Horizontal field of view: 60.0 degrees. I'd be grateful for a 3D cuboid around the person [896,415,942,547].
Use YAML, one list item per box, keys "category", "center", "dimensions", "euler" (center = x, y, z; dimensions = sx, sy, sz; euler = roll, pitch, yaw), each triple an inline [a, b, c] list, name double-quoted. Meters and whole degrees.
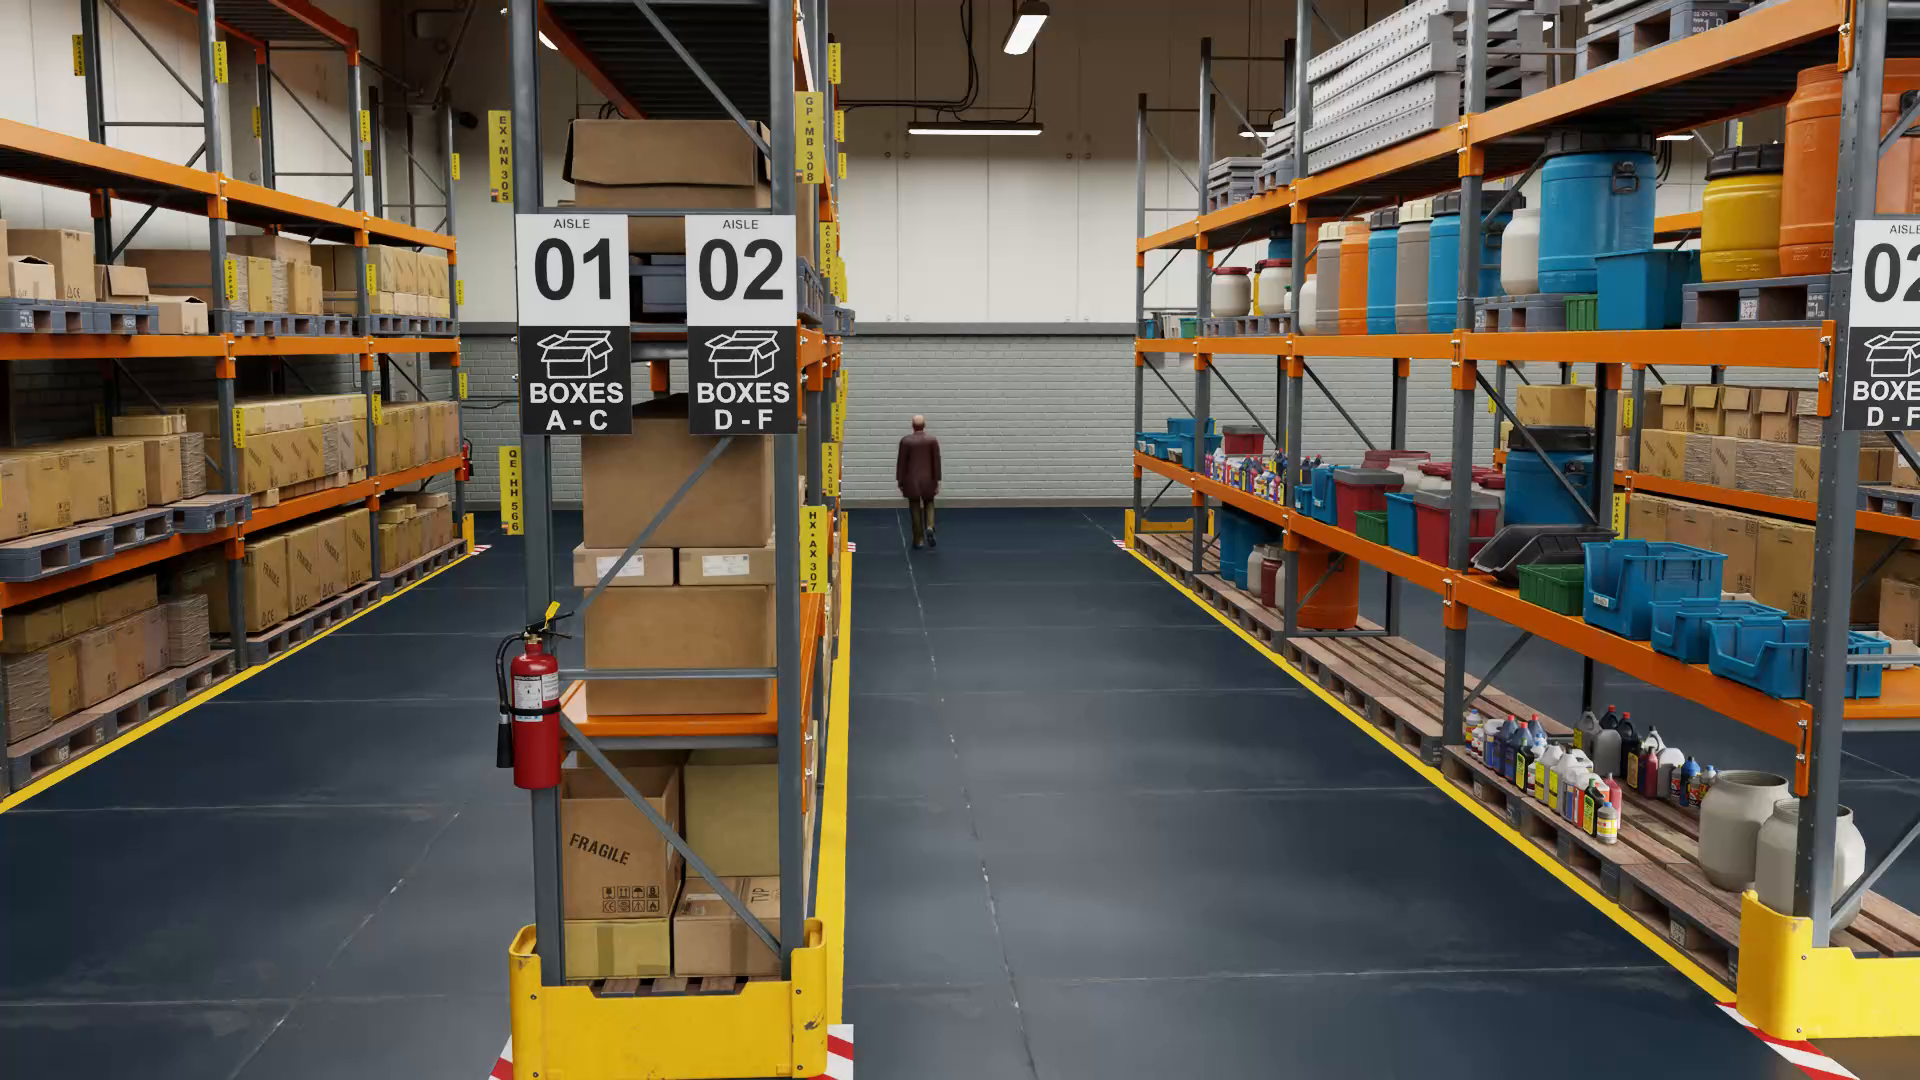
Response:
- category: "person"
  center: [-0.563, -0.793, 22.434]
  dimensions: [0.602, 1.797, 0.468]
  euler: [-1, 7, -11]
